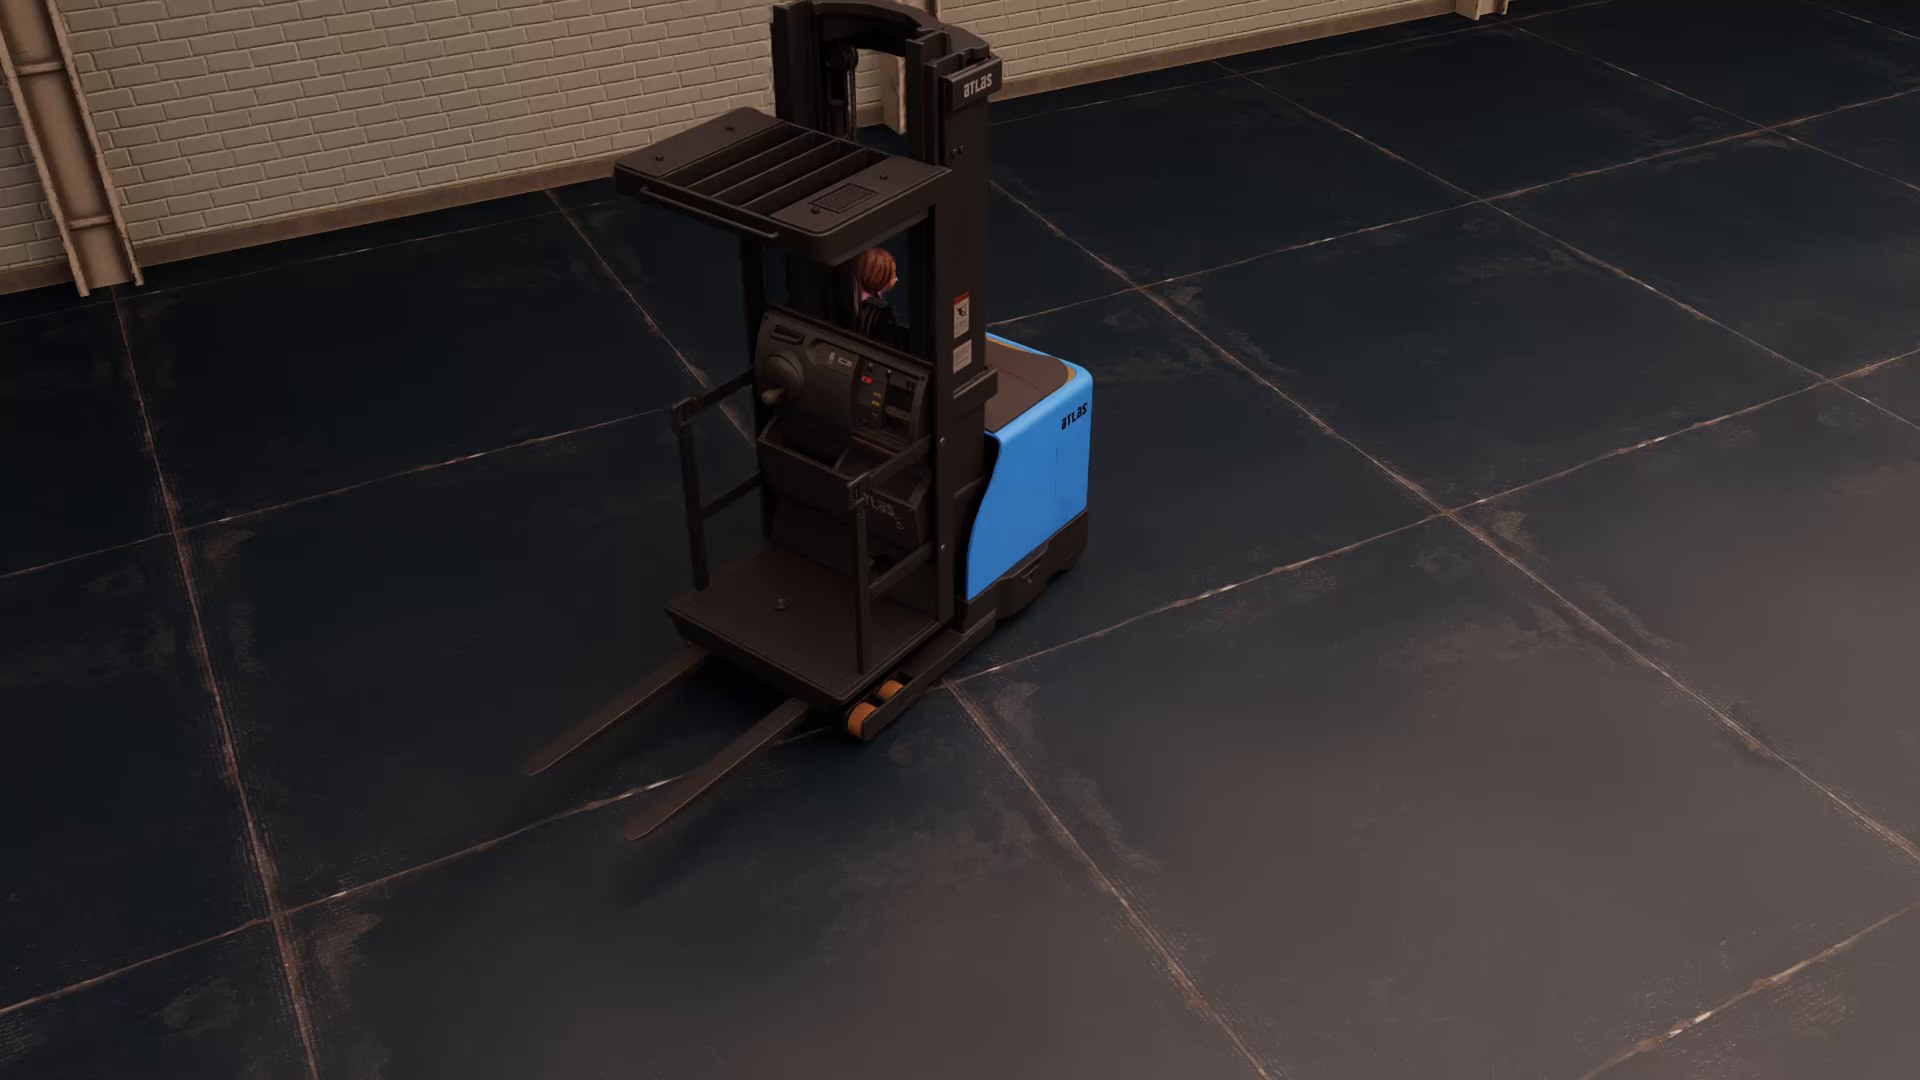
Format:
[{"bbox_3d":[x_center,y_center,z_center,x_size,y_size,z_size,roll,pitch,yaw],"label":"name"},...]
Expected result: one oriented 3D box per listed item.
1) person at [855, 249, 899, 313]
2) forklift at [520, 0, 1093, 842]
[{"bbox_3d":[-0.259,-0.879,8.787,0.778,1.388,0.665,-2,35,-3],"label":"person"},{"bbox_3d":[-0.645,-0.629,7.013,1.130,2.935,3.031,24,42,30],"label":"forklift"}]
